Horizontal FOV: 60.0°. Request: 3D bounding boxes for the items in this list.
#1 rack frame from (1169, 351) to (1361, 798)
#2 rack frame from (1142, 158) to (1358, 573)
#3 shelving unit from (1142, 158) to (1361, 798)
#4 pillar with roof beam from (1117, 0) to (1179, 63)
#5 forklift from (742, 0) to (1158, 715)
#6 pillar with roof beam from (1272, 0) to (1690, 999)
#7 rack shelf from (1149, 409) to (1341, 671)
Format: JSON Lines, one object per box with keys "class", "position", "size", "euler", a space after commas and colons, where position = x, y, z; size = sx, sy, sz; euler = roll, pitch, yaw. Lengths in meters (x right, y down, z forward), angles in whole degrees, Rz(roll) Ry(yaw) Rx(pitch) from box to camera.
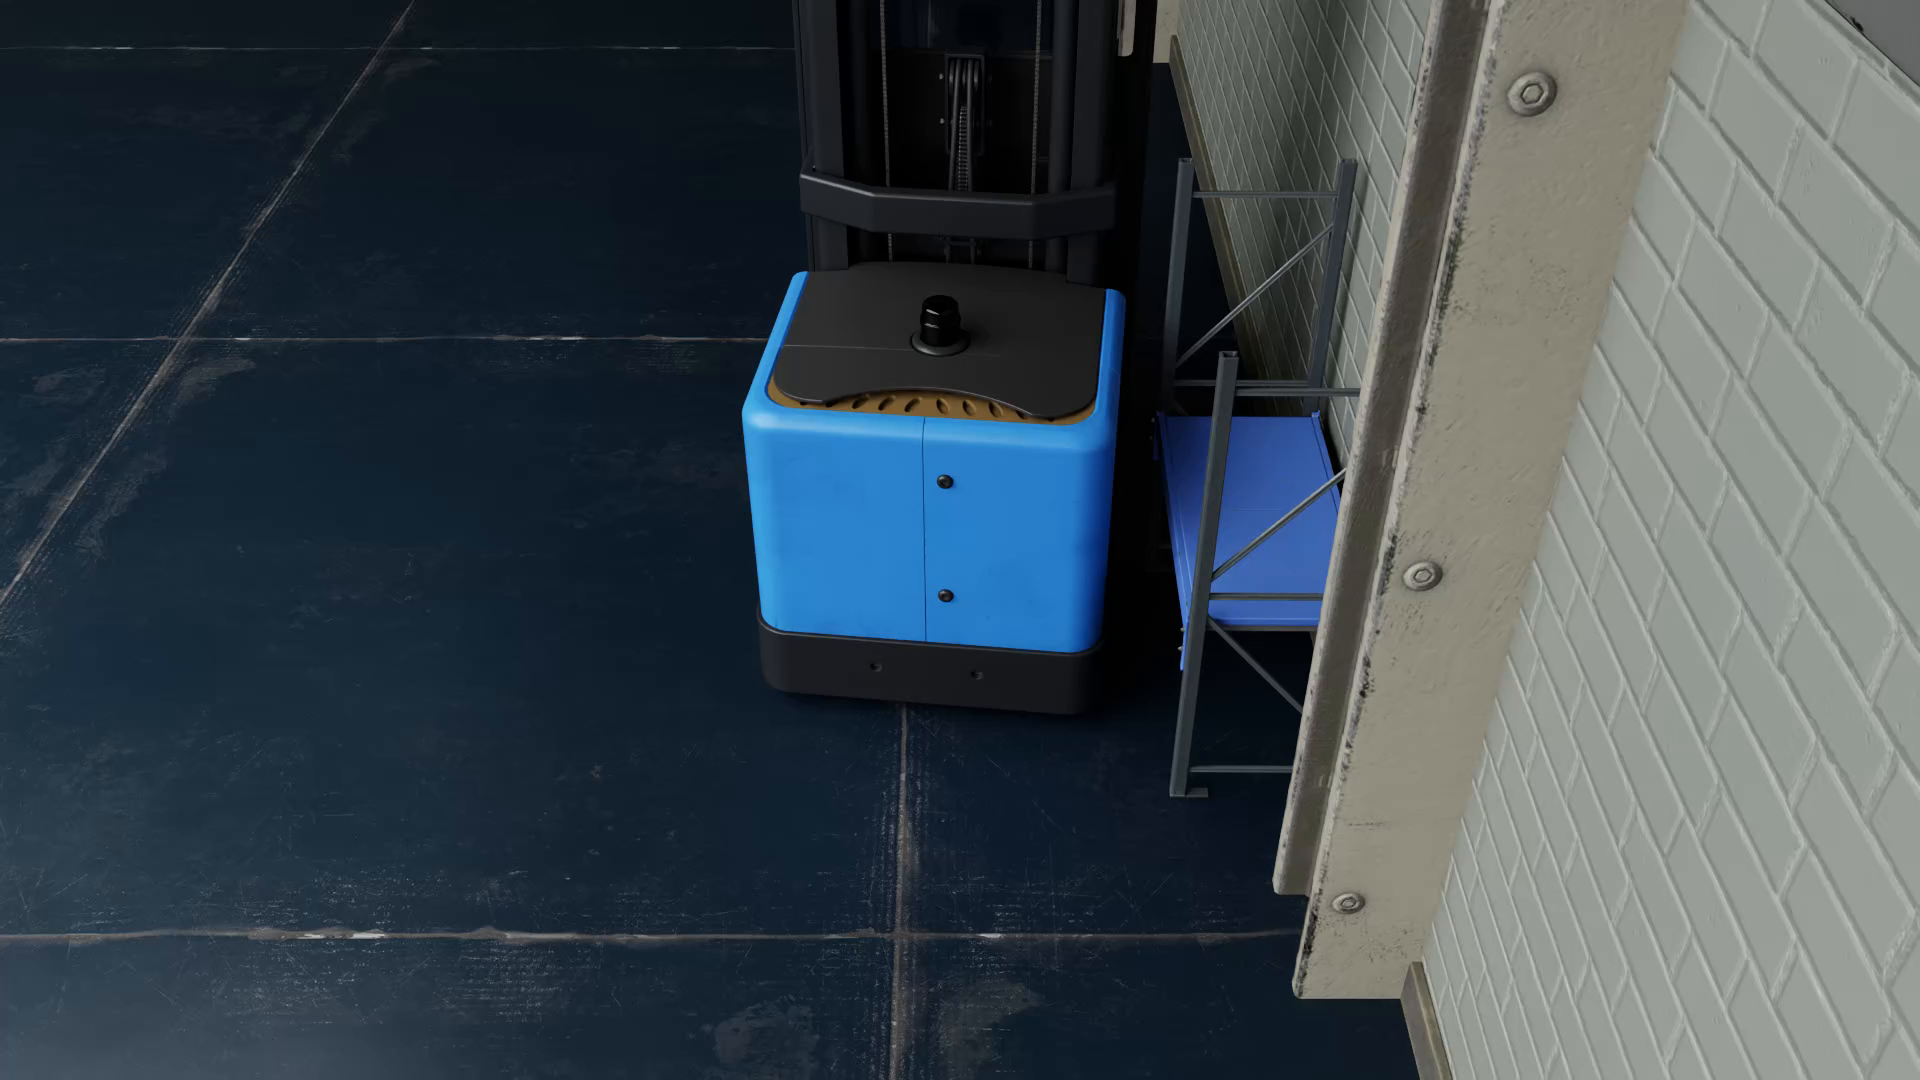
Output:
{"class": "rack frame", "position": [0.859, 0.152, 4.360], "size": [0.500, 1.500, 0.032], "euler": [0, 39, 0]}
{"class": "rack frame", "position": [0.868, -0.483, 5.154], "size": [0.500, 1.500, 0.032], "euler": [0, 39, 0]}
{"class": "shelving unit", "position": [0.864, -0.165, 4.757], "size": [0.538, 1.500, 1.048], "euler": [0, 39, 0]}
{"class": "pillar with roof beam", "position": [-3.296, -6.206, 6.298], "size": [9.100, 9.000, 0.400], "euler": [0, 39, 0]}
{"class": "forklift", "position": [0.071, -1.534, 5.321], "size": [1.130, 2.935, 3.031], "euler": [4, 39, 5]}
{"class": "pillar with roof beam", "position": [-3.289, -2.454, 1.616], "size": [9.100, 9.000, 0.400], "euler": [0, 39, 0]}
{"class": "rack shelf", "position": [0.864, -0.025, 4.870], "size": [0.538, 0.185, 1.000], "euler": [0, 39, 0]}
